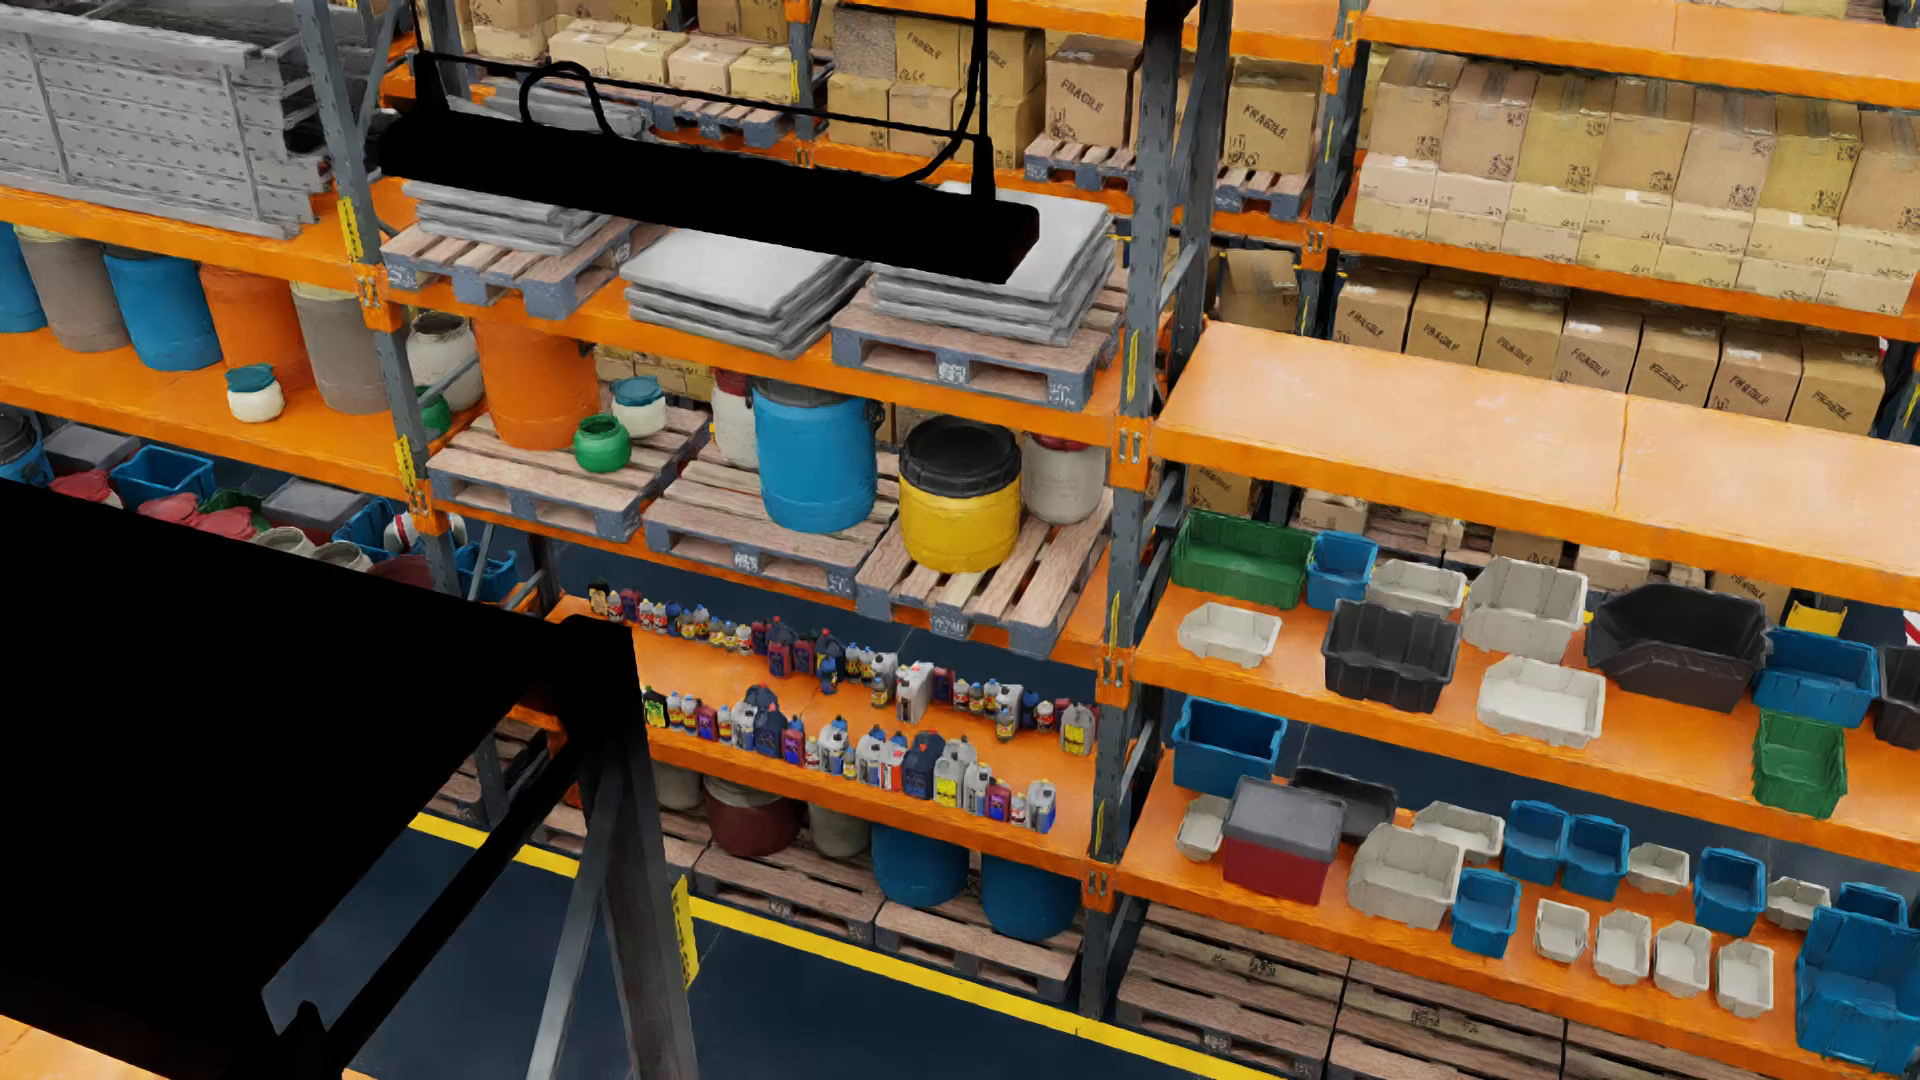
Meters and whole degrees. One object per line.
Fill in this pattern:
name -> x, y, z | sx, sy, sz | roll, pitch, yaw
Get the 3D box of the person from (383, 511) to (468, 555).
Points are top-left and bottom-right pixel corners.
person -> -3.539, 0.305, 11.152 | 0.580, 1.780, 0.401 | -18, 40, -22
